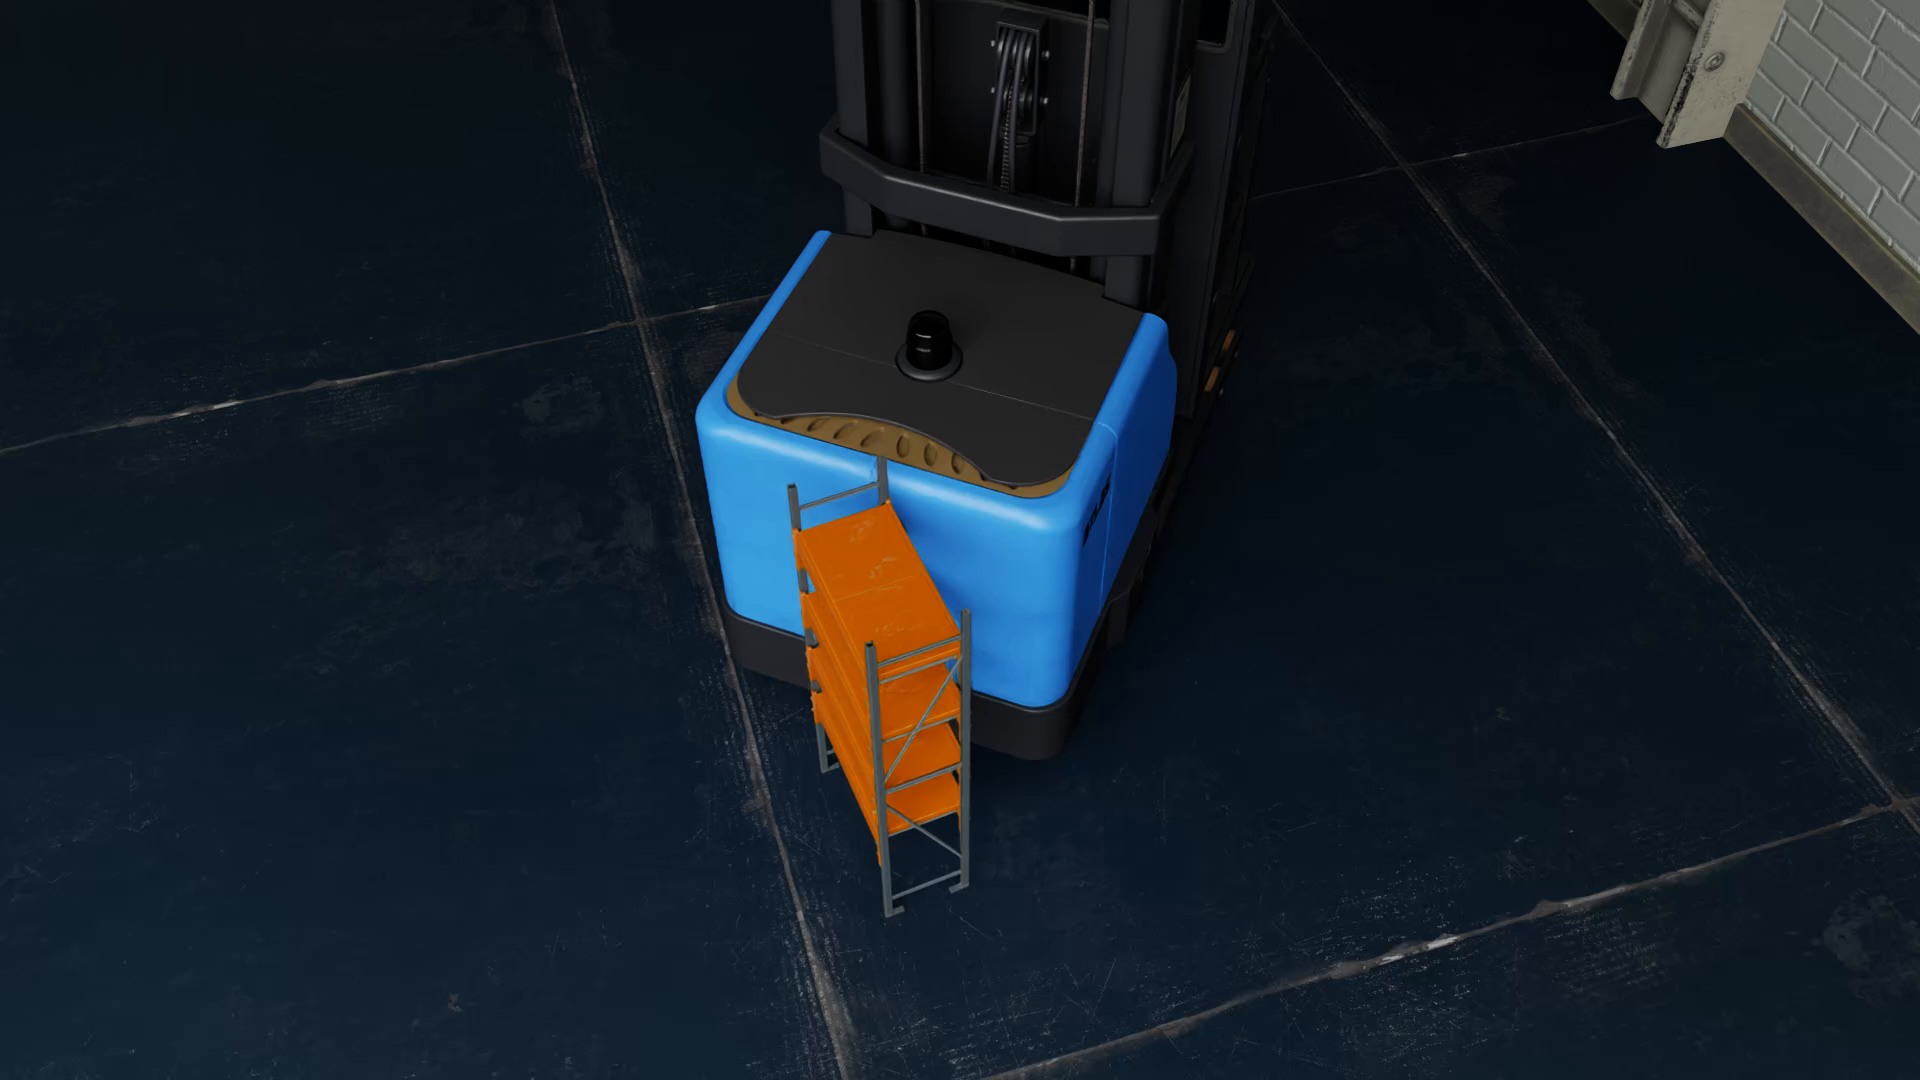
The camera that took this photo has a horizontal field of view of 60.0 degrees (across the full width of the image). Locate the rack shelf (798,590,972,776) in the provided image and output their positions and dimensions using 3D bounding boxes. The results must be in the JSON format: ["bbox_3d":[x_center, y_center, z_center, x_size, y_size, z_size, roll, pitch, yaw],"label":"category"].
[{"bbox_3d":[-0.185,0.301,4.006,0.258,0.148,0.480,-18,52,-15],"label":"rack shelf"}]

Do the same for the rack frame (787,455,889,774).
[{"bbox_3d":[-0.282,0.231,4.270,0.240,1.200,0.015,-18,52,-15],"label":"rack frame"}]

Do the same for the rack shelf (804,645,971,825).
[{"bbox_3d":[-0.185,0.446,4.177,0.258,0.148,0.480,-18,52,-15],"label":"rack shelf"}]

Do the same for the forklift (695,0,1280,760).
[{"bbox_3d":[0.327,-1.484,4.584,1.130,2.935,3.031,17,52,13],"label":"forklift"}]

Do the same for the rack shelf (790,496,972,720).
[{"bbox_3d":[-0.185,0.149,3.826,0.258,0.148,0.480,-18,52,-15],"label":"rack shelf"}]

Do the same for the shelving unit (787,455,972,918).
[{"bbox_3d":[-0.185,0.402,4.126,0.258,1.200,0.503,-18,52,-15],"label":"shelving unit"}]

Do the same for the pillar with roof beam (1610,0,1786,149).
[{"bbox_3d":[-1.256,-3.647,2.439,9.100,9.000,0.400,-13,51,-11],"label":"pillar with roof beam"}]

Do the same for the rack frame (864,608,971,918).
[{"bbox_3d":[-0.088,0.573,3.982,0.240,1.200,0.015,-18,52,-15],"label":"rack frame"}]

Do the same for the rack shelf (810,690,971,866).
[{"bbox_3d":[-0.185,0.574,4.329,0.258,0.148,0.480,-18,52,-15],"label":"rack shelf"}]
